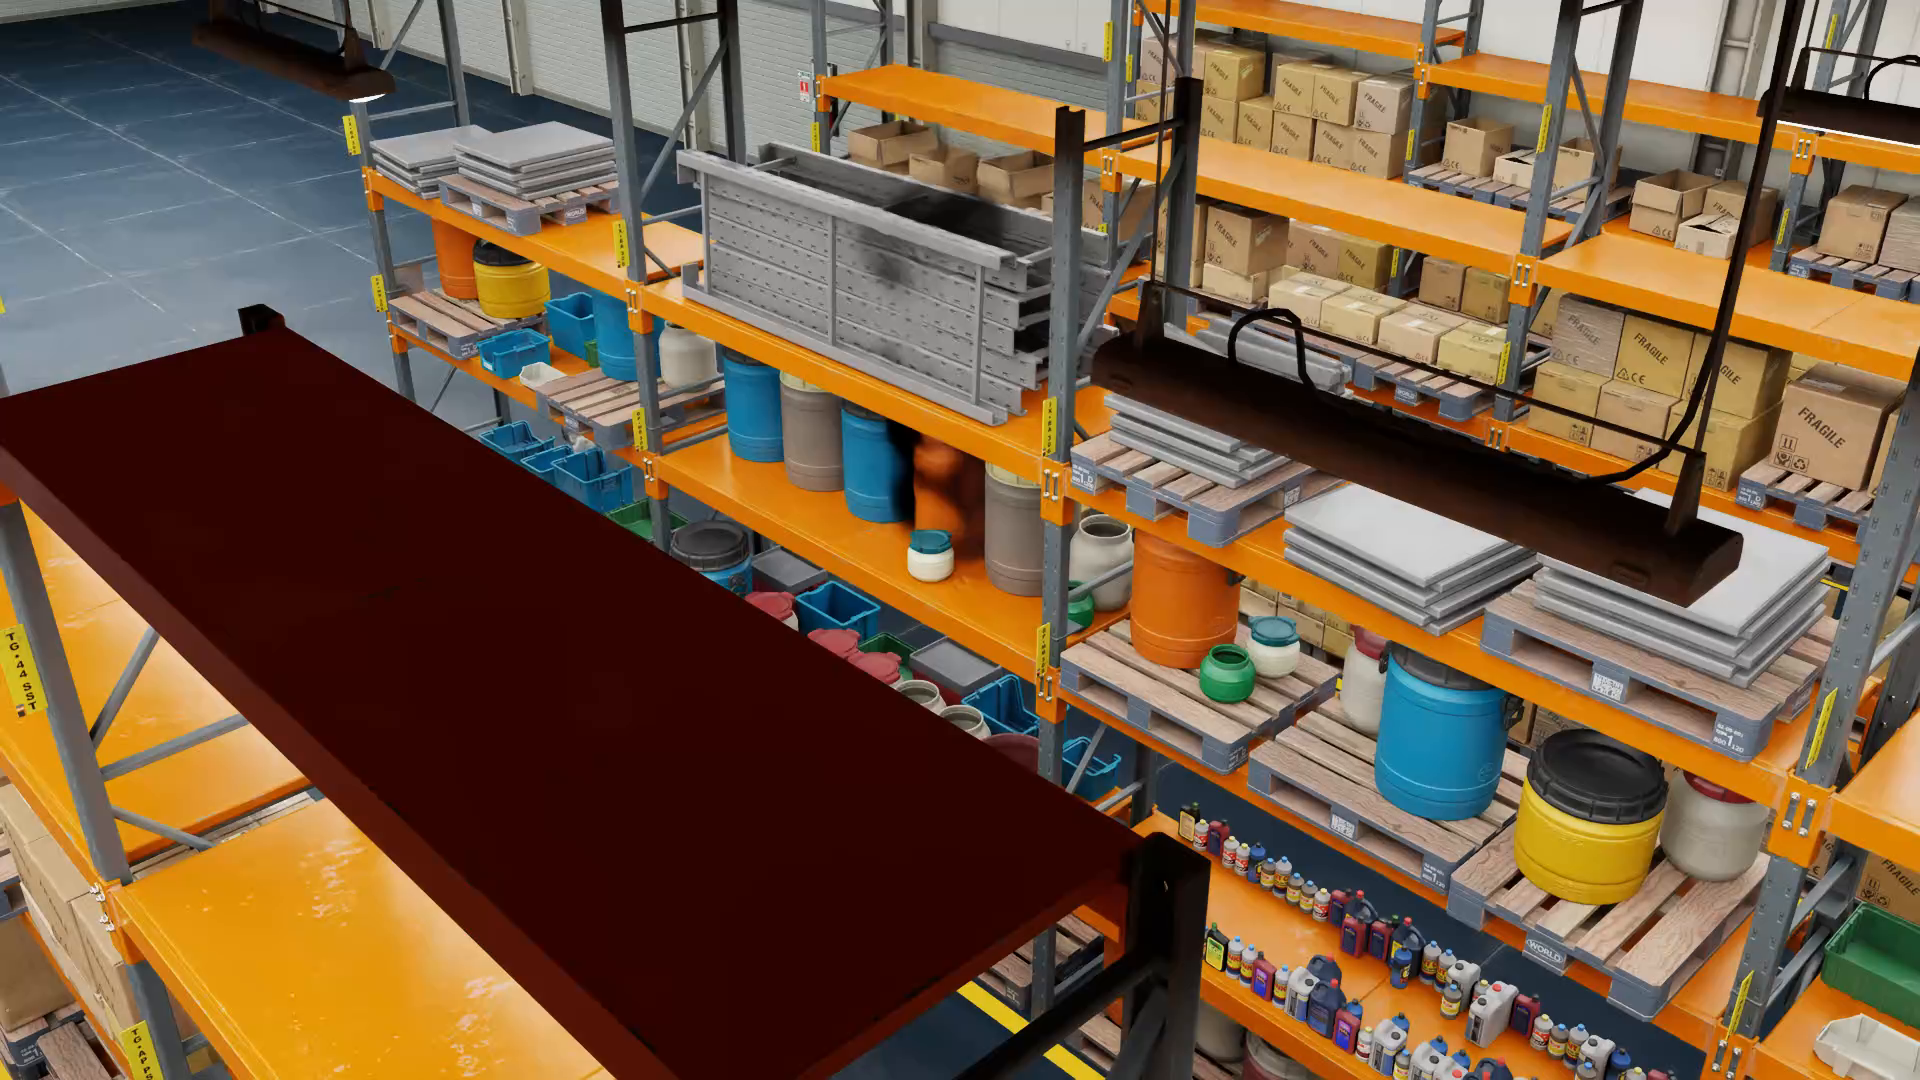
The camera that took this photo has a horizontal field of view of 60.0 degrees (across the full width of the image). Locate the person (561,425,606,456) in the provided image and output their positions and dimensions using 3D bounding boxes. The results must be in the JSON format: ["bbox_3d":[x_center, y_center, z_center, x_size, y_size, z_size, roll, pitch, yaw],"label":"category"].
[{"bbox_3d":[-3.819,-0.922,16.852,0.598,1.657,0.621,12,31,22],"label":"person"}]
